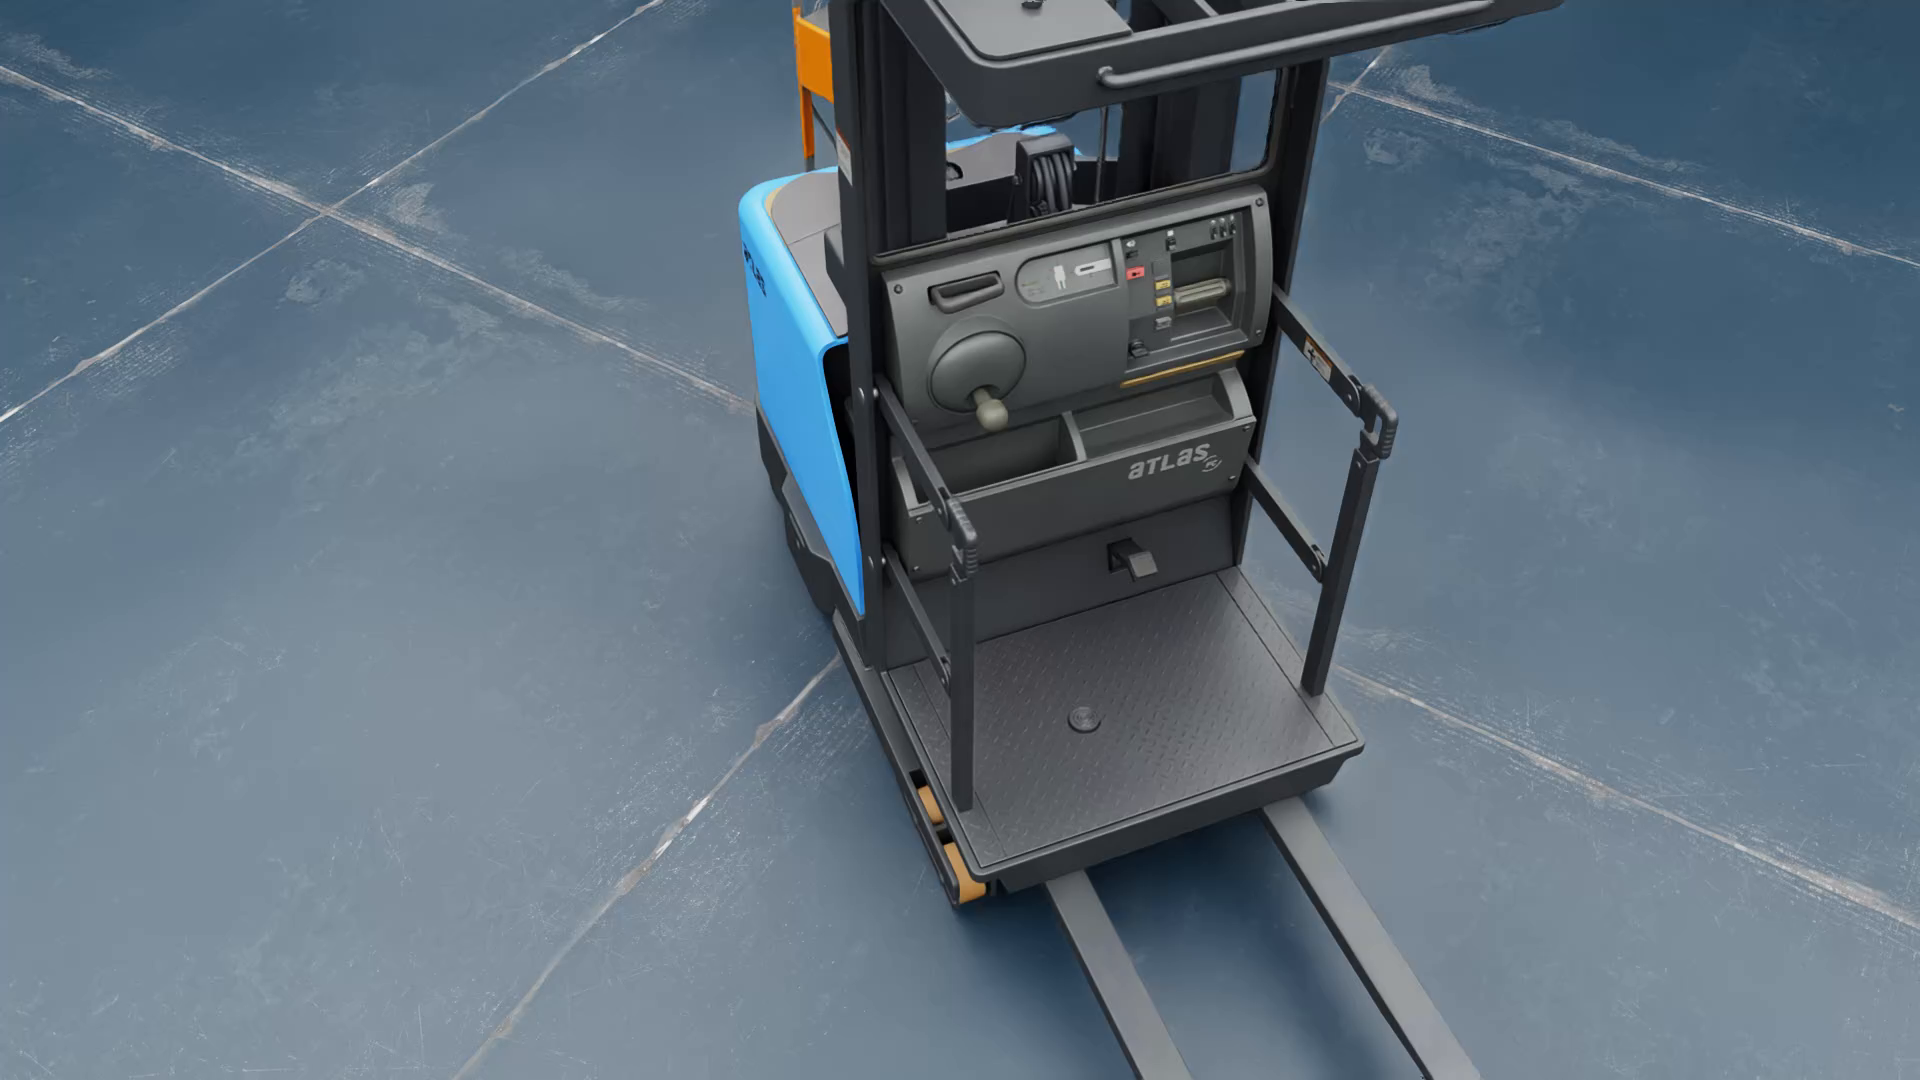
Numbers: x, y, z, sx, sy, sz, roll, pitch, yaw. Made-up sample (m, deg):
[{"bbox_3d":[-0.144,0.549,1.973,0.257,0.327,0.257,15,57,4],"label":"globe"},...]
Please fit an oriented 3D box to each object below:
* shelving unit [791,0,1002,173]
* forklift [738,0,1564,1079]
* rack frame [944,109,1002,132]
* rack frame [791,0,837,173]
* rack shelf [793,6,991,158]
[{"bbox_3d":[-0.188,-1.407,5.153,0.431,2.100,0.503,-35,55,-29],"label":"shelving unit"},{"bbox_3d":[0.366,-0.427,3.621,1.130,2.935,3.031,-16,48,-15],"label":"forklift"},{"bbox_3d":[-0.016,-1.283,5.032,0.400,2.100,0.015,-35,55,-29],"label":"rack frame"},{"bbox_3d":[-0.359,-1.531,5.274,0.400,2.100,0.015,-35,55,-29],"label":"rack frame"},{"bbox_3d":[-0.188,-1.397,5.163,0.431,0.518,0.480,-35,55,-29],"label":"rack shelf"}]
